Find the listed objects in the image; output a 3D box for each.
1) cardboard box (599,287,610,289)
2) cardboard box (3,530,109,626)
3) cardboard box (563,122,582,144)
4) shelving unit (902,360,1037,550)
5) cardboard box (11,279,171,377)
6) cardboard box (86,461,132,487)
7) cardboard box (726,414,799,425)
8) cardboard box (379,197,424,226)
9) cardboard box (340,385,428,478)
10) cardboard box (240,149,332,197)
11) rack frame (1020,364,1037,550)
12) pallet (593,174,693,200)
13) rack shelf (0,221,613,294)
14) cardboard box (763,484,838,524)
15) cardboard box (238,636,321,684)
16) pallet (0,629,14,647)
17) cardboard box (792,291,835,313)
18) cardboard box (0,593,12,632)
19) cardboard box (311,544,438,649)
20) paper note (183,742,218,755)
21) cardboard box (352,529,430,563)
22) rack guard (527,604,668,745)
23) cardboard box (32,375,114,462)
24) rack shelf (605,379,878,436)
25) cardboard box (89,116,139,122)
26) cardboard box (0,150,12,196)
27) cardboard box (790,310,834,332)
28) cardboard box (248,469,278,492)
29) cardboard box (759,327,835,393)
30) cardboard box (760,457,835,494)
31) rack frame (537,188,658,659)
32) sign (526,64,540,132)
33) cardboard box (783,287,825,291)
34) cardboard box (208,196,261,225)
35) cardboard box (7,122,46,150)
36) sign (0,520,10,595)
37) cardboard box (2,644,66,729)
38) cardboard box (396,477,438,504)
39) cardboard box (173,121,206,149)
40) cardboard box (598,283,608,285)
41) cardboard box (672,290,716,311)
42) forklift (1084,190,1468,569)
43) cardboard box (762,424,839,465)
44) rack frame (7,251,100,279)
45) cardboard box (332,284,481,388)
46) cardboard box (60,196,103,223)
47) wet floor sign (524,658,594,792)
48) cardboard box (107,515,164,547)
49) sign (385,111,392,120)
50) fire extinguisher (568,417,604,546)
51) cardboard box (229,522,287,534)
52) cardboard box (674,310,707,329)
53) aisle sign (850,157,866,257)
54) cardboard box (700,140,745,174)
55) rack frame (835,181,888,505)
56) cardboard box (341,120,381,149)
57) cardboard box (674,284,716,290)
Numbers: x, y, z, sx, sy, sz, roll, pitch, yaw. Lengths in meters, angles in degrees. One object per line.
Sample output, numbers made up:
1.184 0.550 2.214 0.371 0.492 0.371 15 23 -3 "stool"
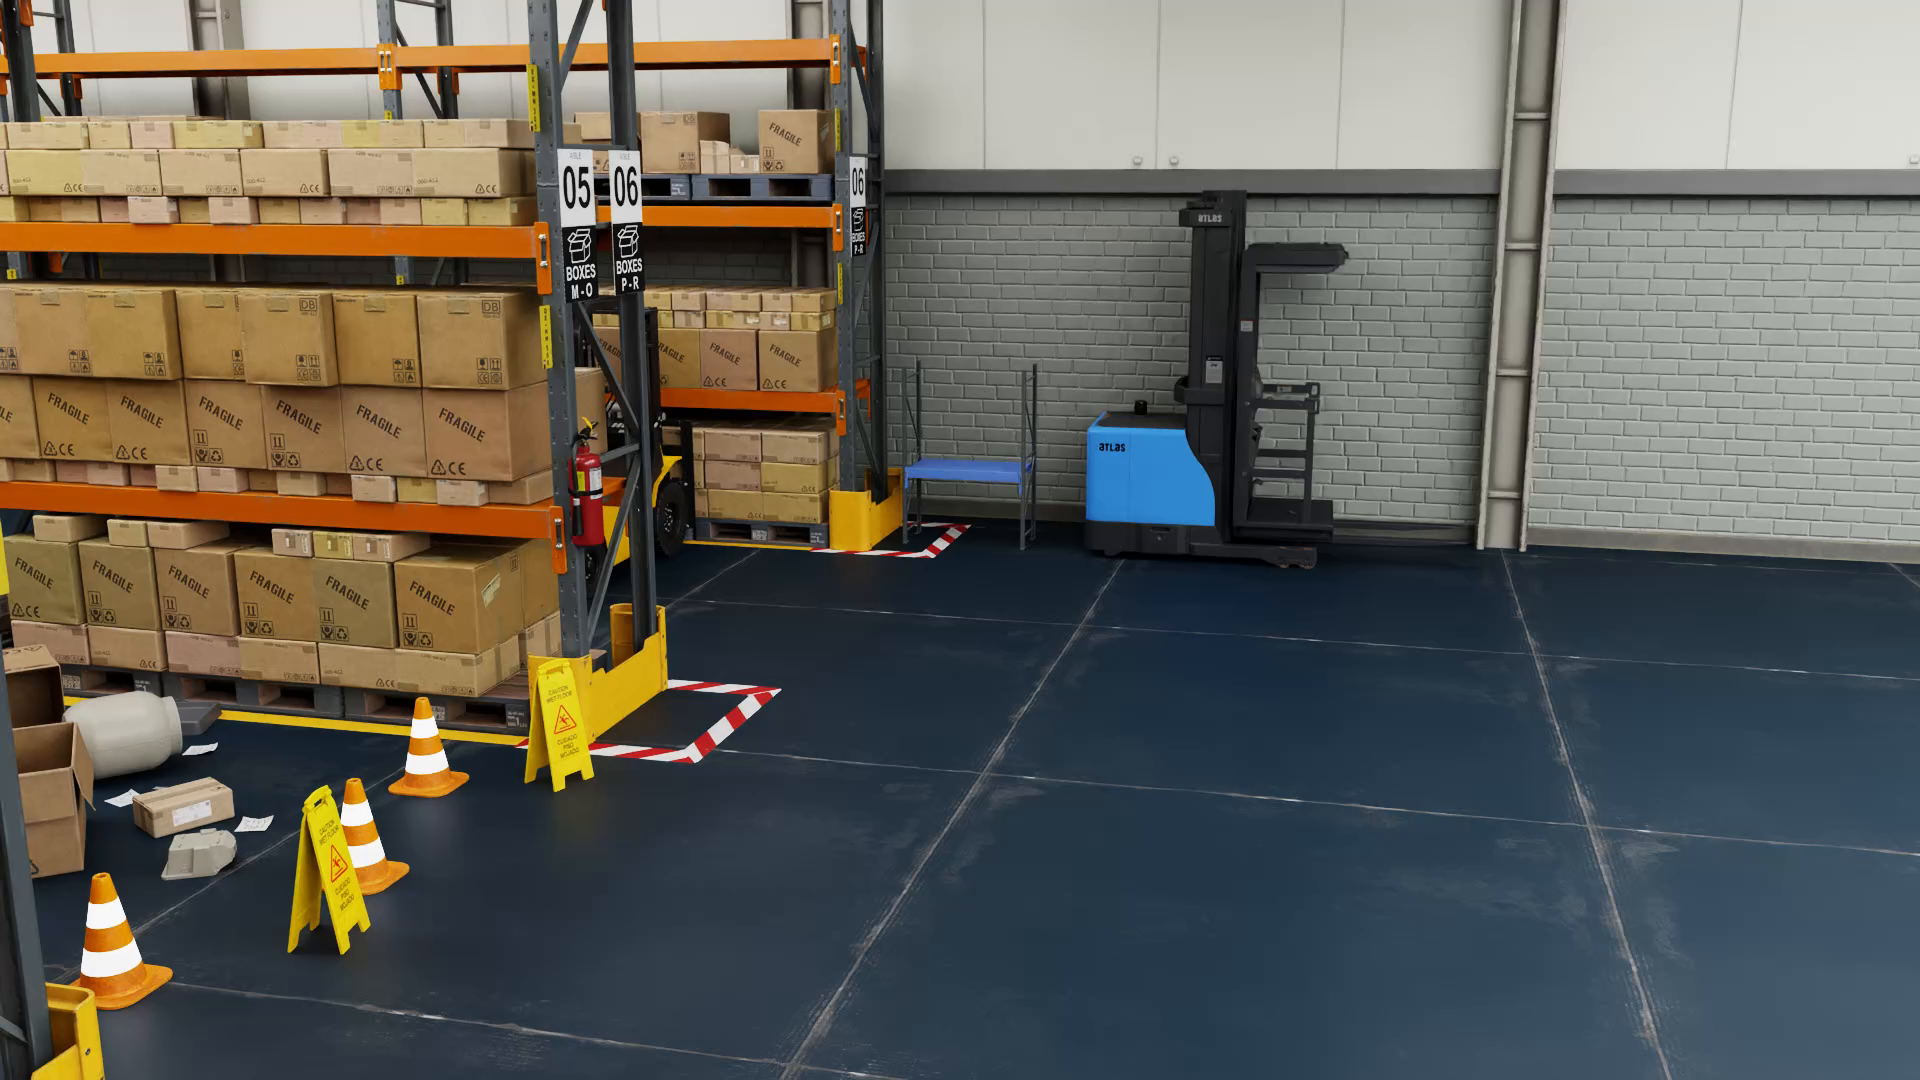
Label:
-3.196 -2.088 14.303 0.250 0.149 0.380 3 13 13 "cardboard box"
-5.381 0.197 10.070 0.500 0.500 0.500 4 13 16 "cardboard box"
-2.302 -2.247 9.249 0.250 0.149 0.380 3 13 13 "cardboard box"
0.083 -0.728 14.051 1.048 1.500 0.538 3 13 14 "shelving unit"
-5.024 -1.245 9.693 0.500 0.500 0.700 3 13 14 "cardboard box"
-4.906 -0.426 9.808 0.250 0.149 0.380 3 13 15 "cardboard box"
-1.728 -0.939 14.612 0.500 0.250 0.500 3 13 14 "cardboard box"
-2.919 -1.783 8.999 0.250 0.149 0.380 3 13 15 "cardboard box"
-3.084 -0.646 9.301 0.500 0.500 0.500 3 13 14 "cardboard box"
-3.560 -2.013 9.116 0.500 0.250 0.500 3 13 15 "cardboard box"
0.576 -0.701 13.932 0.032 1.500 0.500 3 13 14 "rack frame"
-2.689 -3.025 14.221 1.213 0.211 1.003 3 13 14 "pallet"
-3.948 -1.671 9.578 4.000 0.370 1.077 3 13 14 "rack shelf"
-1.352 -0.319 14.125 0.500 0.250 0.500 3 13 14 "cardboard box"
-3.866 0.643 9.789 0.500 0.250 0.500 3 13 12 "cardboard box"
-6.646 0.659 10.775 1.213 0.211 1.003 3 13 14 "pallet"
-1.219 -1.983 13.833 0.250 0.149 0.380 3 13 14 "cardboard box"
-6.399 0.389 10.652 0.625 0.372 0.950 3 13 14 "cardboard box"
-3.354 0.304 9.587 0.500 0.500 0.500 4 13 16 "cardboard box"
-4.133 1.134 9.050 0.148 0.019 0.142 -1 13 -6 "paper note"
-3.219 0.008 9.420 0.250 0.149 0.380 3 13 15 "cardboard box"
-2.080 0.762 9.646 0.348 0.500 1.175 3 13 14 "rack guard"
-5.036 -0.754 9.787 0.500 0.500 0.500 3 13 13 "cardboard box"
-2.762 -1.251 14.608 4.000 0.370 1.077 3 13 14 "rack shelf"
-7.429 -3.587 15.118 0.500 0.500 0.700 3 13 12 "cardboard box"
-5.528 -2.118 9.589 0.500 0.250 0.500 3 13 12 "cardboard box"
-1.224 -1.823 13.797 0.250 0.149 0.380 3 13 14 "cardboard box"
-3.900 -0.390 9.645 0.250 0.149 0.380 3 13 14 "cardboard box"
-1.361 -1.518 13.918 0.500 0.500 0.500 3 13 12 "cardboard box"
-1.368 -0.565 14.078 0.500 0.250 0.500 3 13 13 "cardboard box"
-2.006 -0.455 9.357 0.127 3.000 1.000 3 13 14 "rack frame"
-2.159 -2.235 8.415 0.005 0.325 0.100 3 13 14 "sign"
-1.339 -2.099 14.352 0.250 0.149 0.380 4 13 15 "cardboard box"
-3.921 -1.826 9.195 0.250 0.149 0.380 3 13 13 "cardboard box"
-5.148 -2.285 9.422 0.250 0.149 0.380 3 13 12 "cardboard box"
-2.955 0.014 5.064 0.005 0.325 0.100 3 13 14 "sign"
-5.175 0.899 9.023 0.500 0.500 0.500 -9 15 -35 "cardboard box"
-2.937 -0.314 9.303 0.250 0.149 0.380 3 13 13 "cardboard box"
-4.133 -2.245 9.240 0.250 0.149 0.380 3 13 15 "cardboard box"
-3.323 -2.214 14.871 0.250 0.149 0.380 3 13 13 "cardboard box"
-2.230 -2.016 13.982 0.250 0.149 0.380 3 13 15 "cardboard box"
2.585 -1.327 13.448 3.031 2.935 1.130 3 13 12 "forklift"
-1.342 -0.808 14.019 0.500 0.250 0.500 4 13 15 "cardboard box"
-8.587 -1.914 15.934 0.127 3.000 1.000 3 13 14 "rack frame"
-3.044 -1.145 9.244 0.500 0.500 0.700 3 13 14 "cardboard box"
-4.904 -1.900 9.526 0.250 0.149 0.380 3 13 15 "cardboard box"
-2.078 0.930 8.553 0.232 0.644 0.267 8 15 33 "wet floor sign"
-4.775 -0.075 9.795 0.250 0.149 0.380 4 13 16 "cardboard box"
-4.825 -3.462 14.067 0.005 0.325 0.100 3 13 14 "sign"
-2.005 -0.314 8.902 0.183 0.674 0.296 3 13 14 "fire extinguisher"
-4.261 0.136 10.344 0.500 0.500 0.500 4 13 17 "cardboard box"
-2.225 -1.876 14.034 0.250 0.149 0.380 3 13 12 "cardboard box"
-0.827 -2.702 13.487 0.004 0.787 0.394 3 13 14 "aisle sign"
-1.944 -3.143 13.661 0.258 0.266 0.396 3 13 14 "cardboard box"
-0.820 -1.499 14.063 0.127 3.000 1.000 3 13 14 "rack frame"
-3.132 -2.196 9.019 0.250 0.149 0.380 3 13 14 "cardboard box"
-2.331 -2.162 14.637 0.250 0.149 0.380 3 13 12 "cardboard box"
